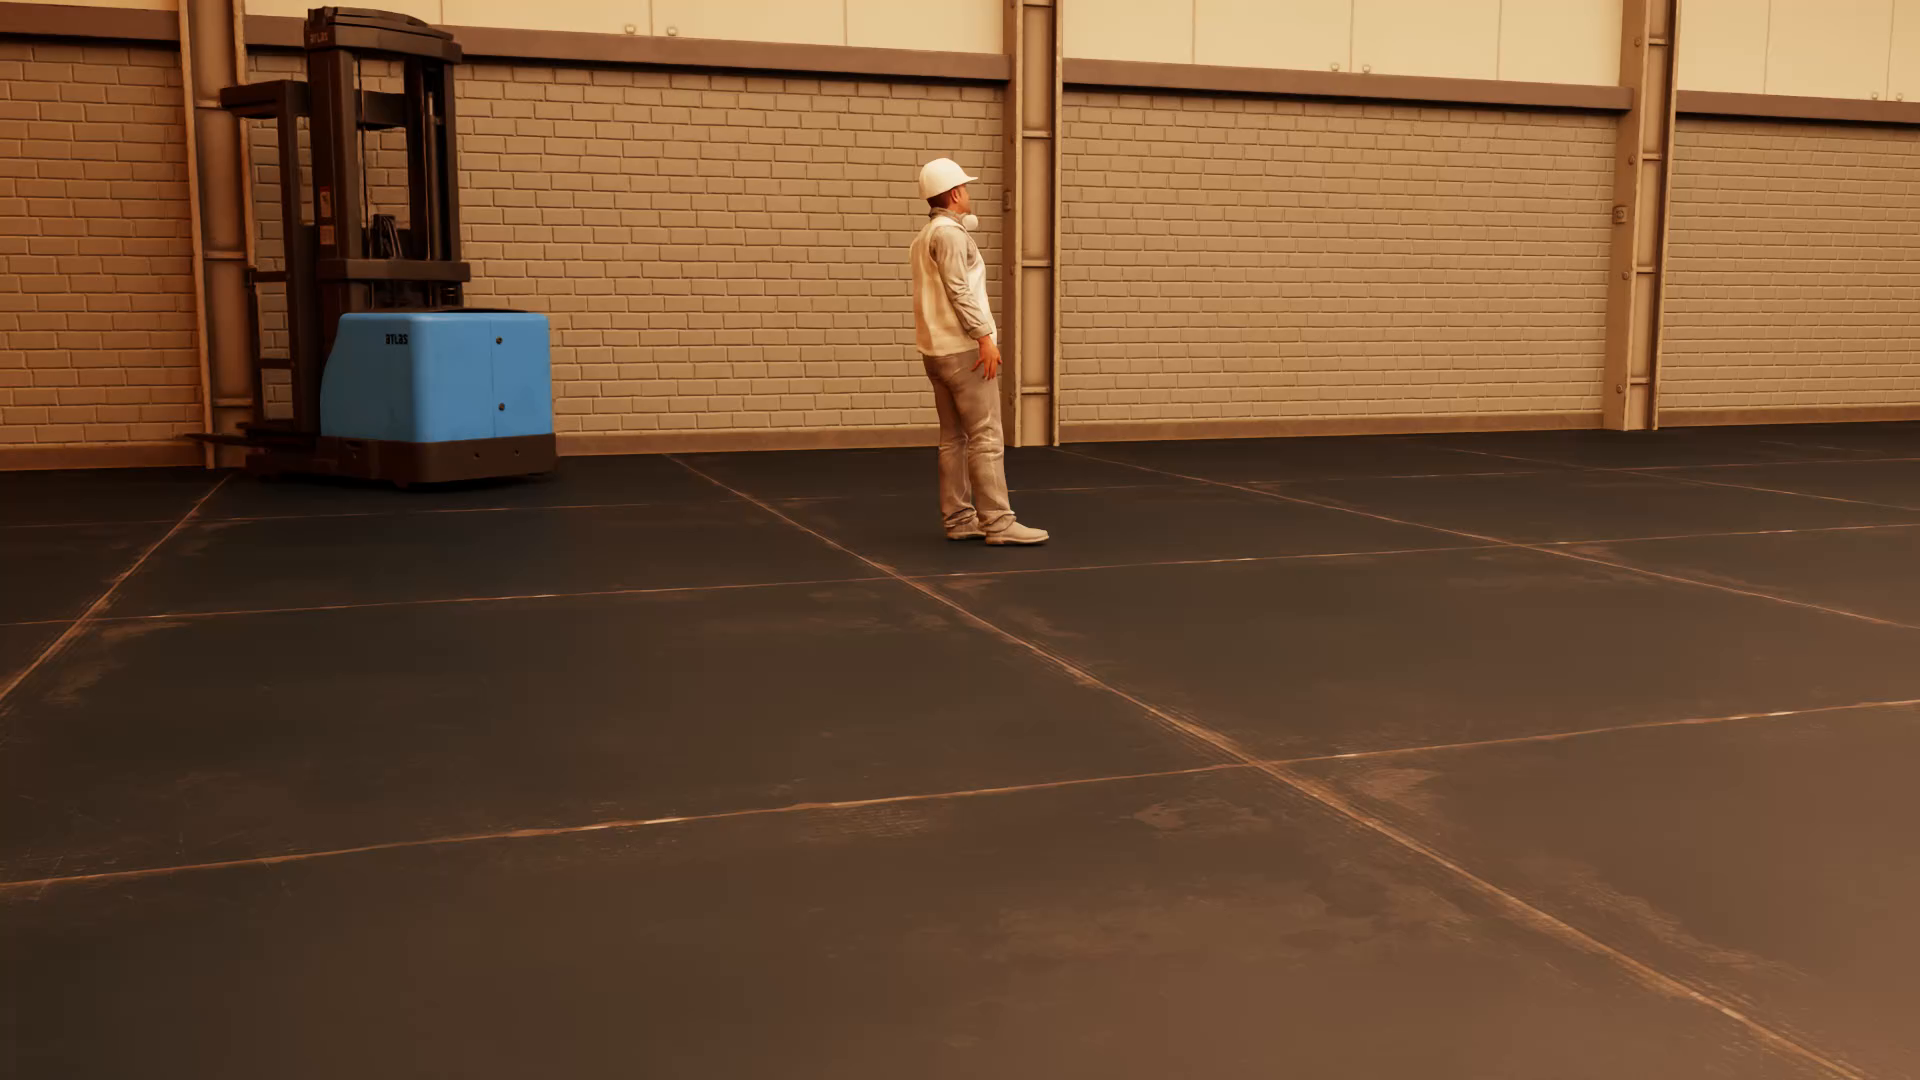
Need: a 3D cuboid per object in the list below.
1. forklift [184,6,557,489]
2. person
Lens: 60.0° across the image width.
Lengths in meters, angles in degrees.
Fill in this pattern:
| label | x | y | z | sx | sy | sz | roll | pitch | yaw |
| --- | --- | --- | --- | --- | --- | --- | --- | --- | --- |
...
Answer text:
| label | x | y | z | sx | sy | sz | roll | pitch | yaw |
| --- | --- | --- | --- | --- | --- | --- | --- | --- | --- |
| forklift | -4.069 | -1.891 | 10.953 | 3.031 | 2.935 | 1.130 | 6 | 10 | 36 |
| person | 0.063 | -0.887 | 7.811 | 0.568 | 1.773 | 0.624 | -3 | 8 | -18 |
